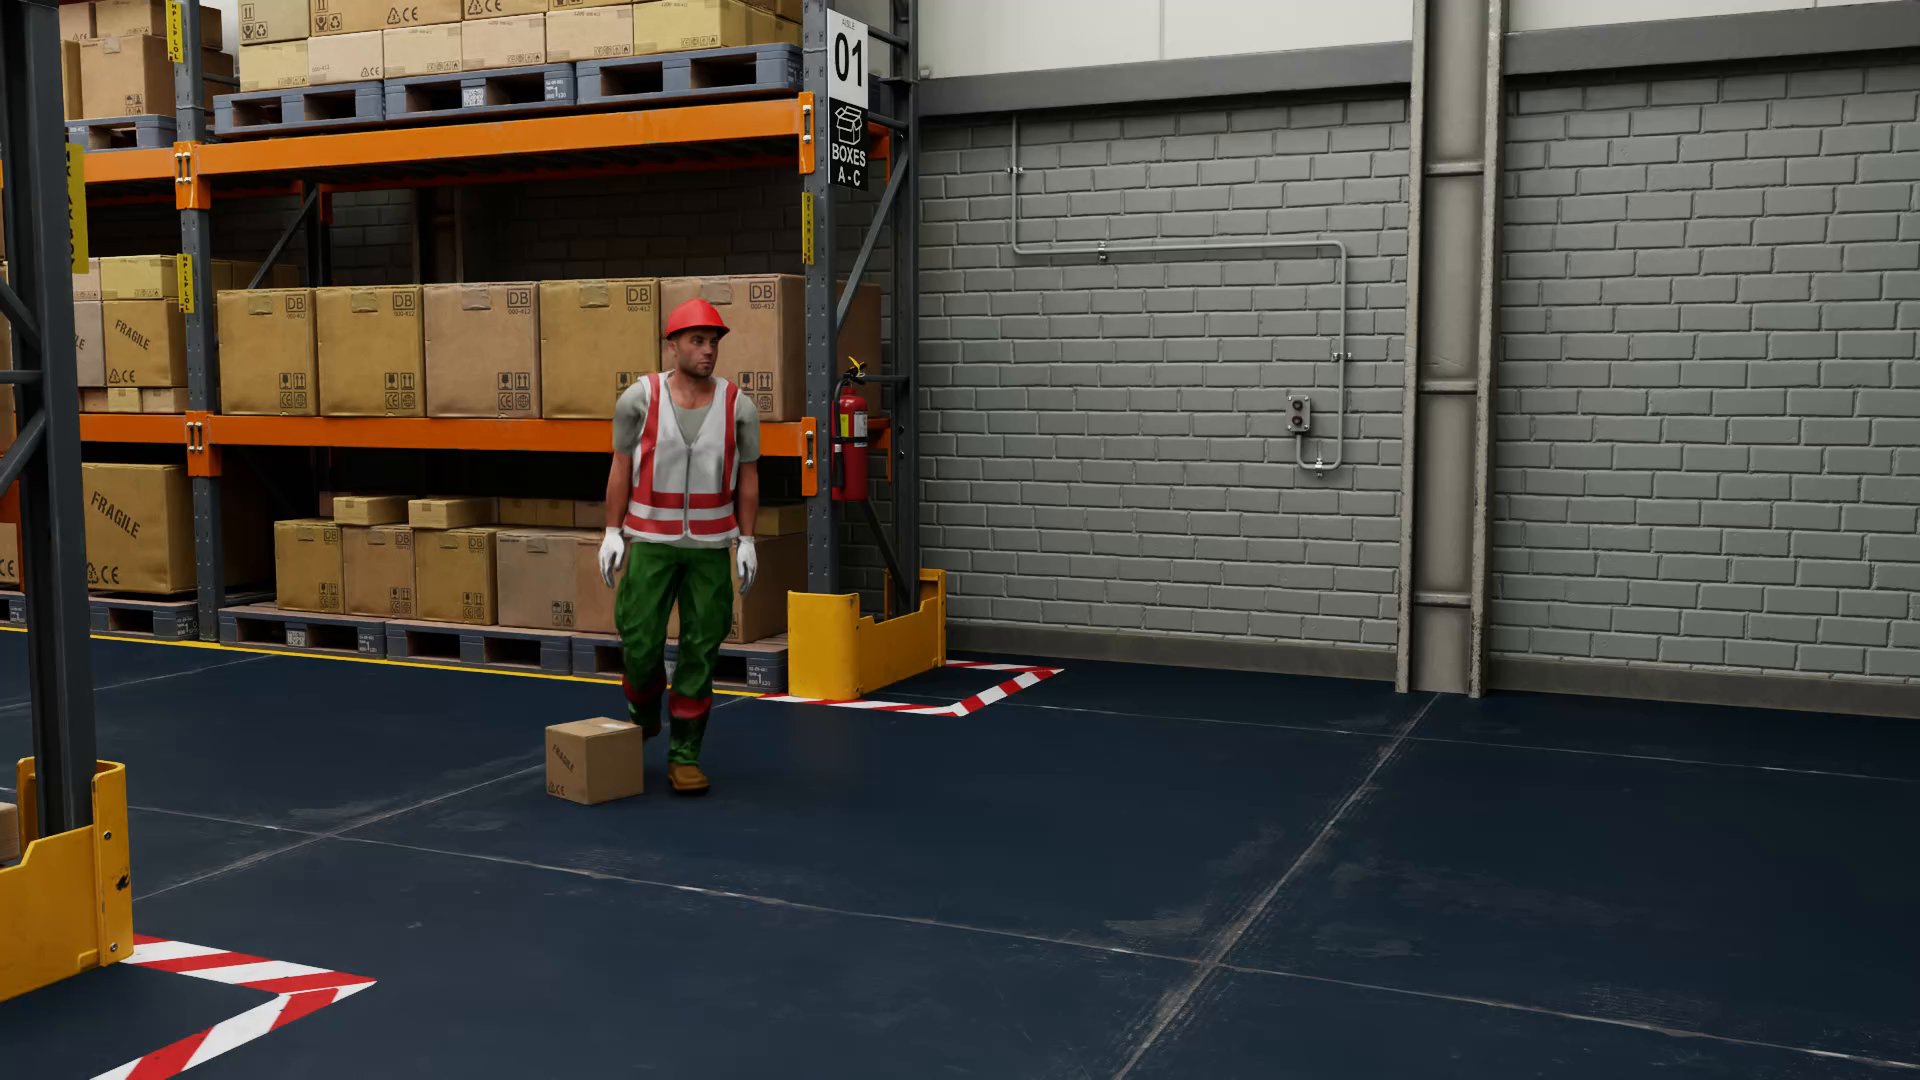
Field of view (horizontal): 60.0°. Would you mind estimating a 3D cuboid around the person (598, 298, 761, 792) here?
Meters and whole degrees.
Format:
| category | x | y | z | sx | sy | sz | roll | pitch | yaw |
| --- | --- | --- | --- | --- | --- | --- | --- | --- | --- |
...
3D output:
| category | x | y | z | sx | sy | sz | roll | pitch | yaw |
| --- | --- | --- | --- | --- | --- | --- | --- | --- | --- |
| person | -1.022 | 0.022 | 6.070 | 0.587 | 1.781 | 0.556 | -2 | 6 | -17 |
